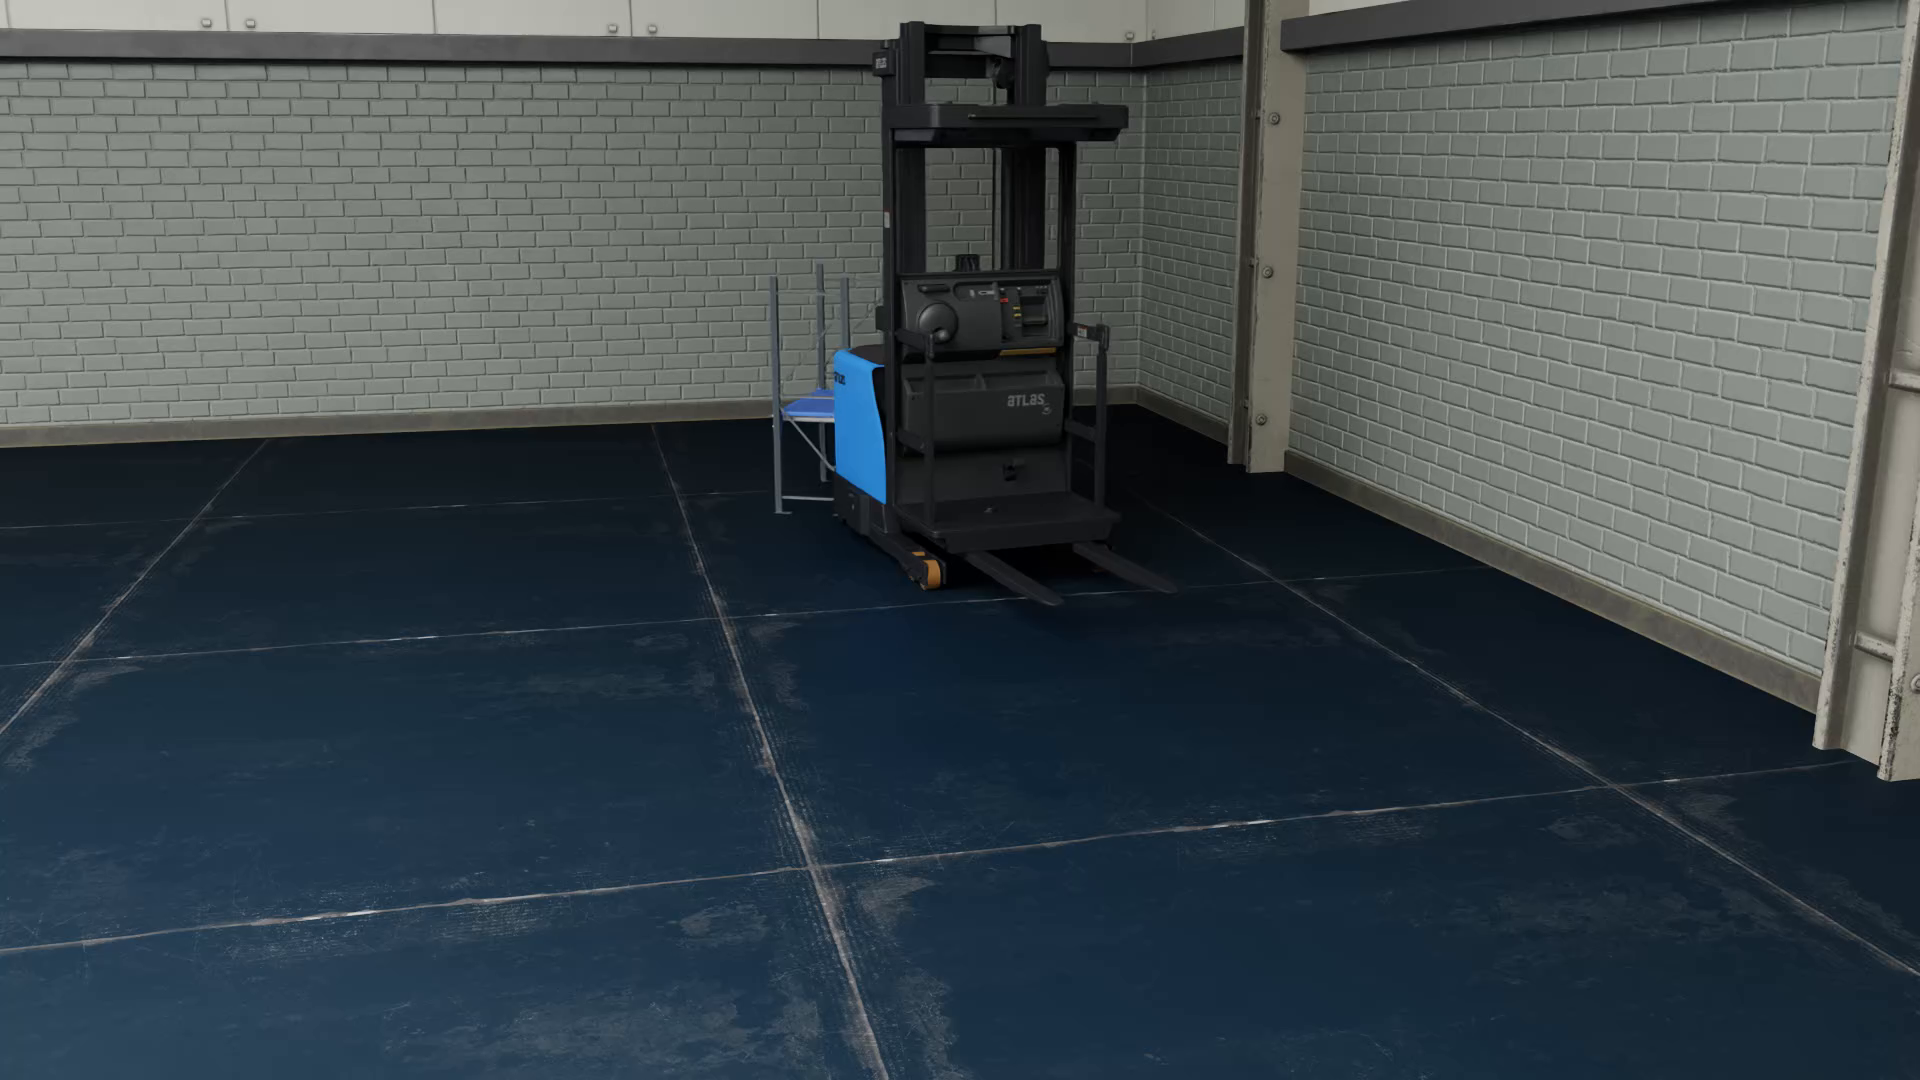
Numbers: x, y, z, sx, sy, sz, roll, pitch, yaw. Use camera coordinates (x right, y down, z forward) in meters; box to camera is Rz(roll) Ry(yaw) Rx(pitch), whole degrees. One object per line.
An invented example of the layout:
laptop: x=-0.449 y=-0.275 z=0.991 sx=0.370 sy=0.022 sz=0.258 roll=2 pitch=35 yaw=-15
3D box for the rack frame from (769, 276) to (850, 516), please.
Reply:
rack frame: x=-0.930 y=-0.892 z=10.419 sx=0.500 sy=1.500 sz=0.032 roll=3 pitch=14 yaw=11

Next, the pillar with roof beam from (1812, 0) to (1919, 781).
pillar with roof beam: x=-0.610 y=-3.282 z=4.398 sx=9.100 sy=9.000 sz=0.400 roll=-3 pitch=14 yaw=-13

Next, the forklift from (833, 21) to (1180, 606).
forklift: x=0.207 y=-1.268 z=8.941 sx=1.130 sy=2.935 sz=3.031 roll=-5 pitch=15 yaw=-20

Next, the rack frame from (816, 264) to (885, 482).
rack frame: x=-0.726 y=-1.129 z=11.387 sx=0.500 sy=1.500 sz=0.032 roll=3 pitch=14 yaw=11

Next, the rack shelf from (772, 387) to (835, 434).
rack shelf: x=-0.828 y=-0.836 z=10.946 sx=0.538 sy=0.185 sz=1.000 roll=3 pitch=14 yaw=11

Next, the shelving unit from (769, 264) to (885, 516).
shelving unit: x=-0.828 y=-1.011 z=10.903 sx=0.538 sy=1.500 sz=1.048 roll=3 pitch=14 yaw=11

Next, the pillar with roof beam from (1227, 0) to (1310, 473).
pillar with roof beam: x=-2.019 y=-4.666 z=10.064 sx=9.100 sy=9.000 sz=0.400 roll=-3 pitch=14 yaw=-13
